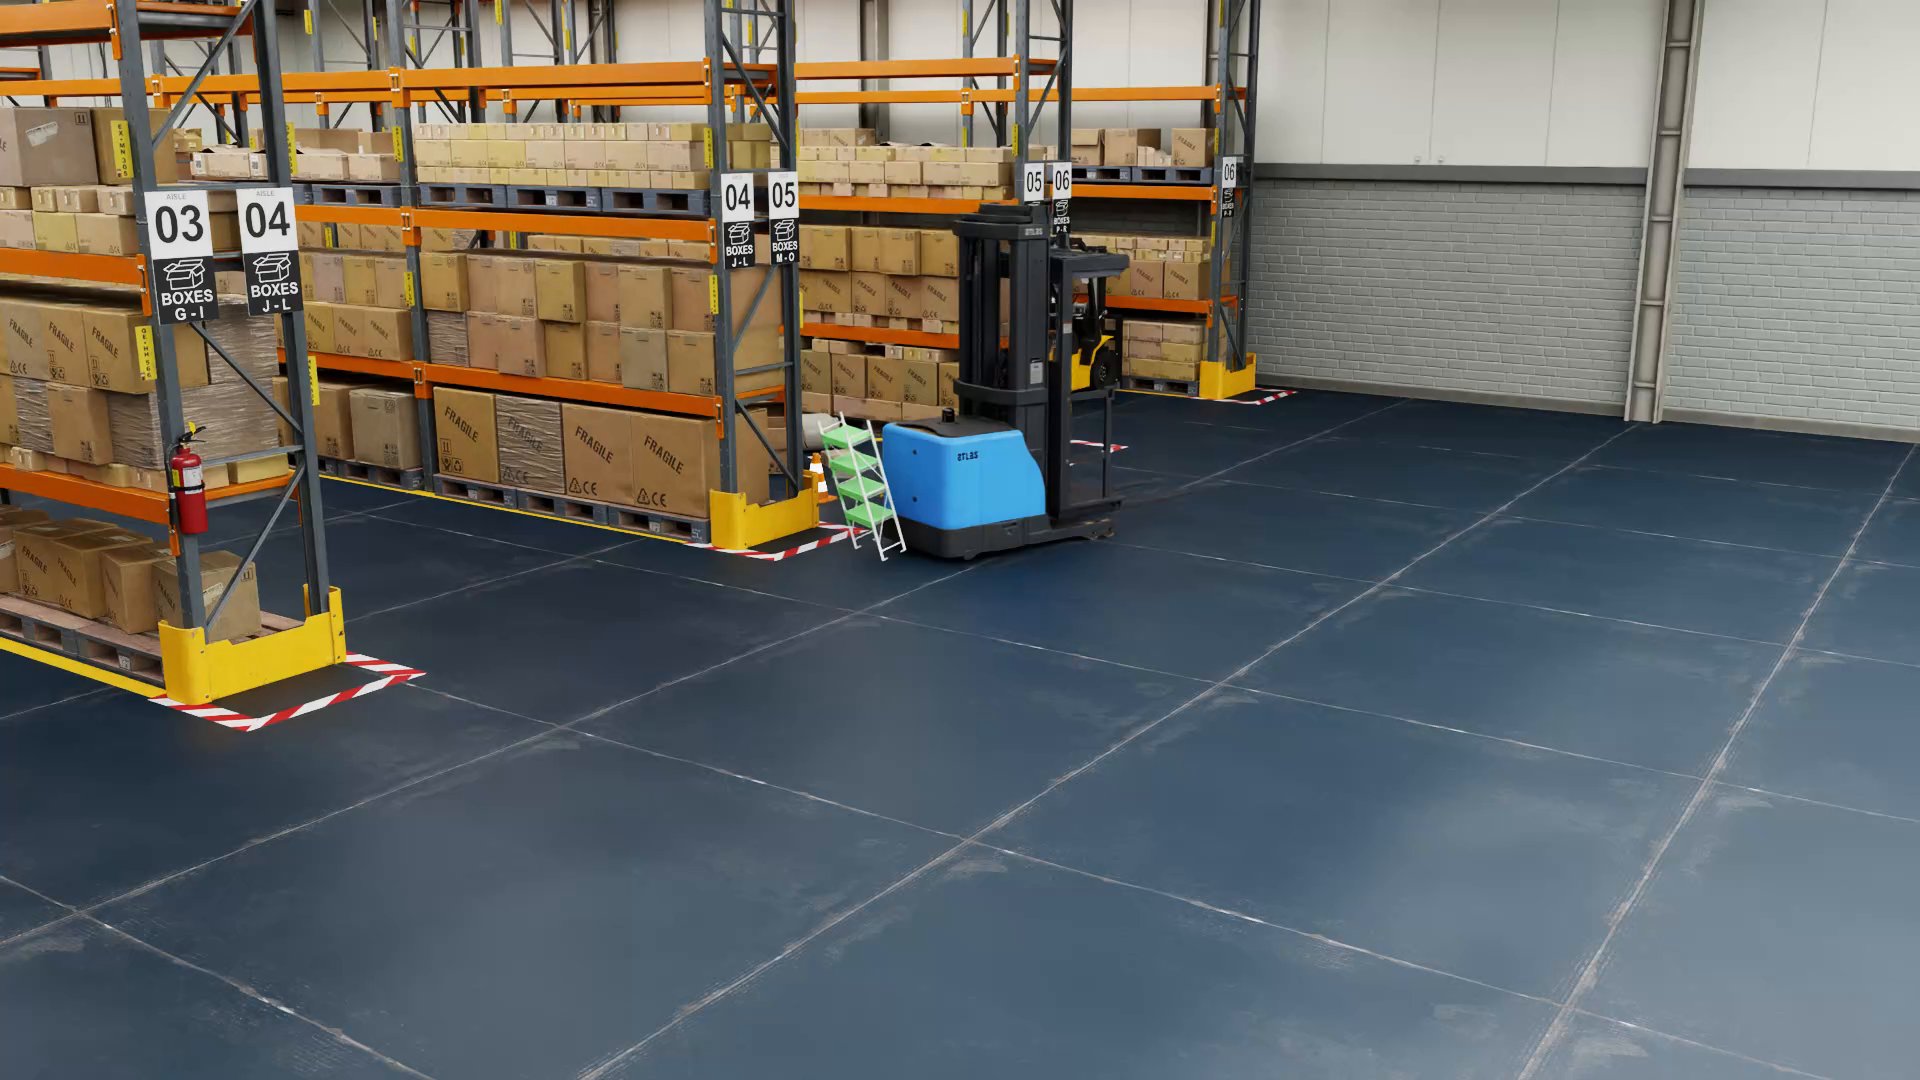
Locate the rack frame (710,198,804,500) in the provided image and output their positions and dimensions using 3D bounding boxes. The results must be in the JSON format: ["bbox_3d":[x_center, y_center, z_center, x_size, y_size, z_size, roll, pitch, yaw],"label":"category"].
[{"bbox_3d":[-1.763,-1.503,14.652,0.127,3.000,1.000,9,17,33],"label":"rack frame"}]

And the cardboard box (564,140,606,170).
[{"bbox_3d":[-3.156,-3.428,14.796,0.500,0.250,0.500,9,17,32],"label":"cardboard box"}]

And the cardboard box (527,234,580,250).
[{"bbox_3d":[-5.479,-3.867,22.499,0.500,0.500,0.500,9,16,31],"label":"cardboard box"}]

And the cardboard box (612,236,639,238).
[{"bbox_3d":[-4.336,-3.833,22.364,0.500,0.500,0.500,8,16,29],"label":"cardboard box"}]

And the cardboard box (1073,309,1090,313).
[{"bbox_3d":[1.721,-3.222,24.363,0.500,0.250,0.500,9,17,33],"label":"cardboard box"}]

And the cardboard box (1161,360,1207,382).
[{"bbox_3d":[3.116,-2.363,22.974,0.500,0.250,0.500,9,17,33],"label":"cardboard box"}]

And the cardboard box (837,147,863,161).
[{"bbox_3d":[-1.213,-4.490,19.340,0.250,0.149,0.380,9,16,32],"label":"cardboard box"}]

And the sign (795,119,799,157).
[{"bbox_3d":[-1.449,-3.532,14.621,0.005,0.325,0.100,9,17,33],"label":"sign"}]

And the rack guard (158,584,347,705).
[{"bbox_3d":[-4.678,0.676,11.053,0.348,0.500,1.175,9,17,33],"label":"rack guard"}]

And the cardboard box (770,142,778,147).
[{"bbox_3d":[-3.107,-6.392,27.024,0.250,0.149,0.380,9,16,31],"label":"cardboard box"}]

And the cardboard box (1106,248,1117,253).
[{"bbox_3d":[2.160,-4.015,23.241,0.250,0.149,0.380,9,17,33],"label":"cardboard box"}]

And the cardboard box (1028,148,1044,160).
[{"bbox_3d":[0.734,-4.313,18.625,0.250,0.149,0.380,9,17,32],"label":"cardboard box"}]

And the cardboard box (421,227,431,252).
[{"bbox_3d":[-7.552,-4.332,23.791,0.500,0.500,0.500,9,16,32],"label":"cardboard box"}]

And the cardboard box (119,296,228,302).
[{"bbox_3d":[-5.331,-1.402,11.338,0.500,0.500,0.500,9,17,33],"label":"cardboard box"}]

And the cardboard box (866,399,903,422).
[{"bbox_3d":[-0.768,-1.567,19.761,0.500,0.250,0.500,8,16,31],"label":"cardboard box"}]

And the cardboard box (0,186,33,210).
[{"bbox_3d":[-6.095,-2.255,10.931,0.250,0.149,0.380,8,16,30],"label":"cardboard box"}]

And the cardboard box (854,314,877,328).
[{"bbox_3d":[-1.040,-2.610,19.648,0.250,0.149,0.380,9,17,33],"label":"cardboard box"}]

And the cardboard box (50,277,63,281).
[{"bbox_3d":[-10.577,-3.165,19.778,0.250,0.149,0.380,10,17,35],"label":"cardboard box"}]

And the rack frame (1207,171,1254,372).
[{"bbox_3d":[3.683,-3.494,22.694,0.127,3.000,1.000,9,17,33],"label":"rack frame"}]

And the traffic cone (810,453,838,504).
[{"bbox_3d":[-1.412,-0.626,16.388,0.334,0.463,0.336,9,17,33],"label":"traffic cone"}]

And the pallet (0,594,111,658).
[{"bbox_3d":[-6.341,0.536,12.218,1.213,0.211,1.003,9,17,33],"label":"pallet"}]

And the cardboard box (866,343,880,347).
[{"bbox_3d":[-1.340,-2.179,20.672,0.500,0.500,0.500,10,17,34],"label":"cardboard box"}]

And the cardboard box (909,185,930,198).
[{"bbox_3d":[-0.369,-3.970,18.899,0.250,0.149,0.380,9,17,32],"label":"cardboard box"}]

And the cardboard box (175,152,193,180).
[{"bbox_3d":[-9.017,-4.106,18.718,0.500,0.500,0.500,9,17,33],"label":"cardboard box"}]

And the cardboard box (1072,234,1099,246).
[{"bbox_3d":[1.792,-4.249,23.569,0.250,0.149,0.380,9,17,33],"label":"cardboard box"}]

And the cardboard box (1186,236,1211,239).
[{"bbox_3d":[3.337,-4.137,23.117,0.250,0.149,0.380,10,17,35],"label":"cardboard box"}]

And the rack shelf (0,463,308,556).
[{"bbox_3d":[-6.275,-0.447,11.882,4.000,0.370,1.077,9,17,33],"label":"rack shelf"}]

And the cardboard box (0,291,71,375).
[{"bbox_3d":[-6.452,-1.432,11.459,0.500,0.500,0.500,9,17,33],"label":"cardboard box"}]

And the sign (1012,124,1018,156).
[{"bbox_3d":[0.589,-4.281,17.791,0.005,0.325,0.100,9,17,33],"label":"sign"}]

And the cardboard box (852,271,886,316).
[{"bbox_3d":[-0.925,-2.922,19.557,0.500,0.500,0.500,9,17,33],"label":"cardboard box"}]

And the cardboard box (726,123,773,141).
[{"bbox_3d":[-1.863,-3.585,14.601,0.250,0.149,0.380,9,17,33],"label":"cardboard box"}]

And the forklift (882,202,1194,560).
[{"bbox_3d":[0.801,-1.511,14.826,3.031,2.935,1.130,-10,17,-35],"label":"forklift"}]

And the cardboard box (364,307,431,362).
[{"bbox_3d":[-5.665,-2.105,16.874,0.500,0.500,0.500,9,17,32],"label":"cardboard box"}]

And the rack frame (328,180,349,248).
[{"bbox_3d":[-9.042,-4.113,25.195,0.127,3.000,1.000,9,17,33],"label":"rack frame"}]

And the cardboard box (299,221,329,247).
[{"bbox_3d":[-9.588,-4.655,25.096,0.500,0.500,0.500,9,17,32],"label":"cardboard box"}]

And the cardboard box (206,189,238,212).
[{"bbox_3d":[-4.715,-2.187,10.657,0.250,0.149,0.380,9,17,32],"label":"cardboard box"}]

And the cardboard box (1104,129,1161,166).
[{"bbox_3d":[2.385,-5.419,22.938,0.500,0.500,0.700,9,17,33],"label":"cardboard box"}]

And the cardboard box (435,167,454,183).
[{"bbox_3d":[-4.754,-3.475,15.817,0.250,0.149,0.380,9,17,33],"label":"cardboard box"}]

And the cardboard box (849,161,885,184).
[{"bbox_3d":[-0.930,-4.250,19.198,0.500,0.250,0.500,9,17,33],"label":"cardboard box"}]

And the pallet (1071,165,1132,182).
[{"bbox_3d":[2.094,-5.170,23.408,1.213,0.211,1.003,9,17,33],"label":"pallet"}]

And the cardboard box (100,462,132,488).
[{"bbox_3d":[-5.410,-0.460,10.960,0.250,0.149,0.380,9,17,33],"label":"cardboard box"}]

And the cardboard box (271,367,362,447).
[{"bbox_3d":[-7.219,-1.471,18.333,0.750,0.750,1.050,9,17,34],"label":"cardboard box"}]

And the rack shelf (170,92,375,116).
[{"bbox_3d":[-10.701,-6.750,25.692,4.000,0.370,1.077,9,17,33],"label":"rack shelf"}]

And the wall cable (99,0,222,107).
[{"bbox_3d":[-15.230,-8.986,32.319,0.133,3.039,2.988,9,17,33],"label":"wall cable"}]

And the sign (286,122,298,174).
[{"bbox_3d":[-4.313,-2.516,10.683,0.005,0.325,0.100,9,17,33],"label":"sign"}]

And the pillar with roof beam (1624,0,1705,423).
[{"bbox_3d":[6.184,-5.016,16.358,0.400,9.000,9.100,9,17,33],"label":"pillar with roof beam"}]

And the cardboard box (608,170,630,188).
[{"bbox_3d":[-2.860,-3.169,14.580,0.250,0.149,0.380,9,17,33],"label":"cardboard box"}]

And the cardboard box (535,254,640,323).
[{"bbox_3d":[-3.459,-2.360,15.555,0.500,0.550,0.875,9,17,33],"label":"cardboard box"}]

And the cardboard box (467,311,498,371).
[{"bbox_3d":[-4.301,-1.996,16.331,0.550,0.550,0.875,9,17,33],"label":"cardboard box"}]

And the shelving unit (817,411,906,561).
[{"bbox_3d":[-0.834,-0.459,14.114,0.258,1.200,0.503,-26,24,-25],"label":"shelving unit"}]

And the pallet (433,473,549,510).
[{"bbox_3d":[-4.495,-0.568,16.679,1.213,0.211,1.003,9,17,33],"label":"pallet"}]

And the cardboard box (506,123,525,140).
[{"bbox_3d":[-3.913,-3.726,15.171,0.250,0.149,0.380,9,17,33],"label":"cardboard box"}]

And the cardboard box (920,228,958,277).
[{"bbox_3d":[-0.046,-3.276,18.907,0.500,0.500,0.700,9,17,33],"label":"cardboard box"}]
